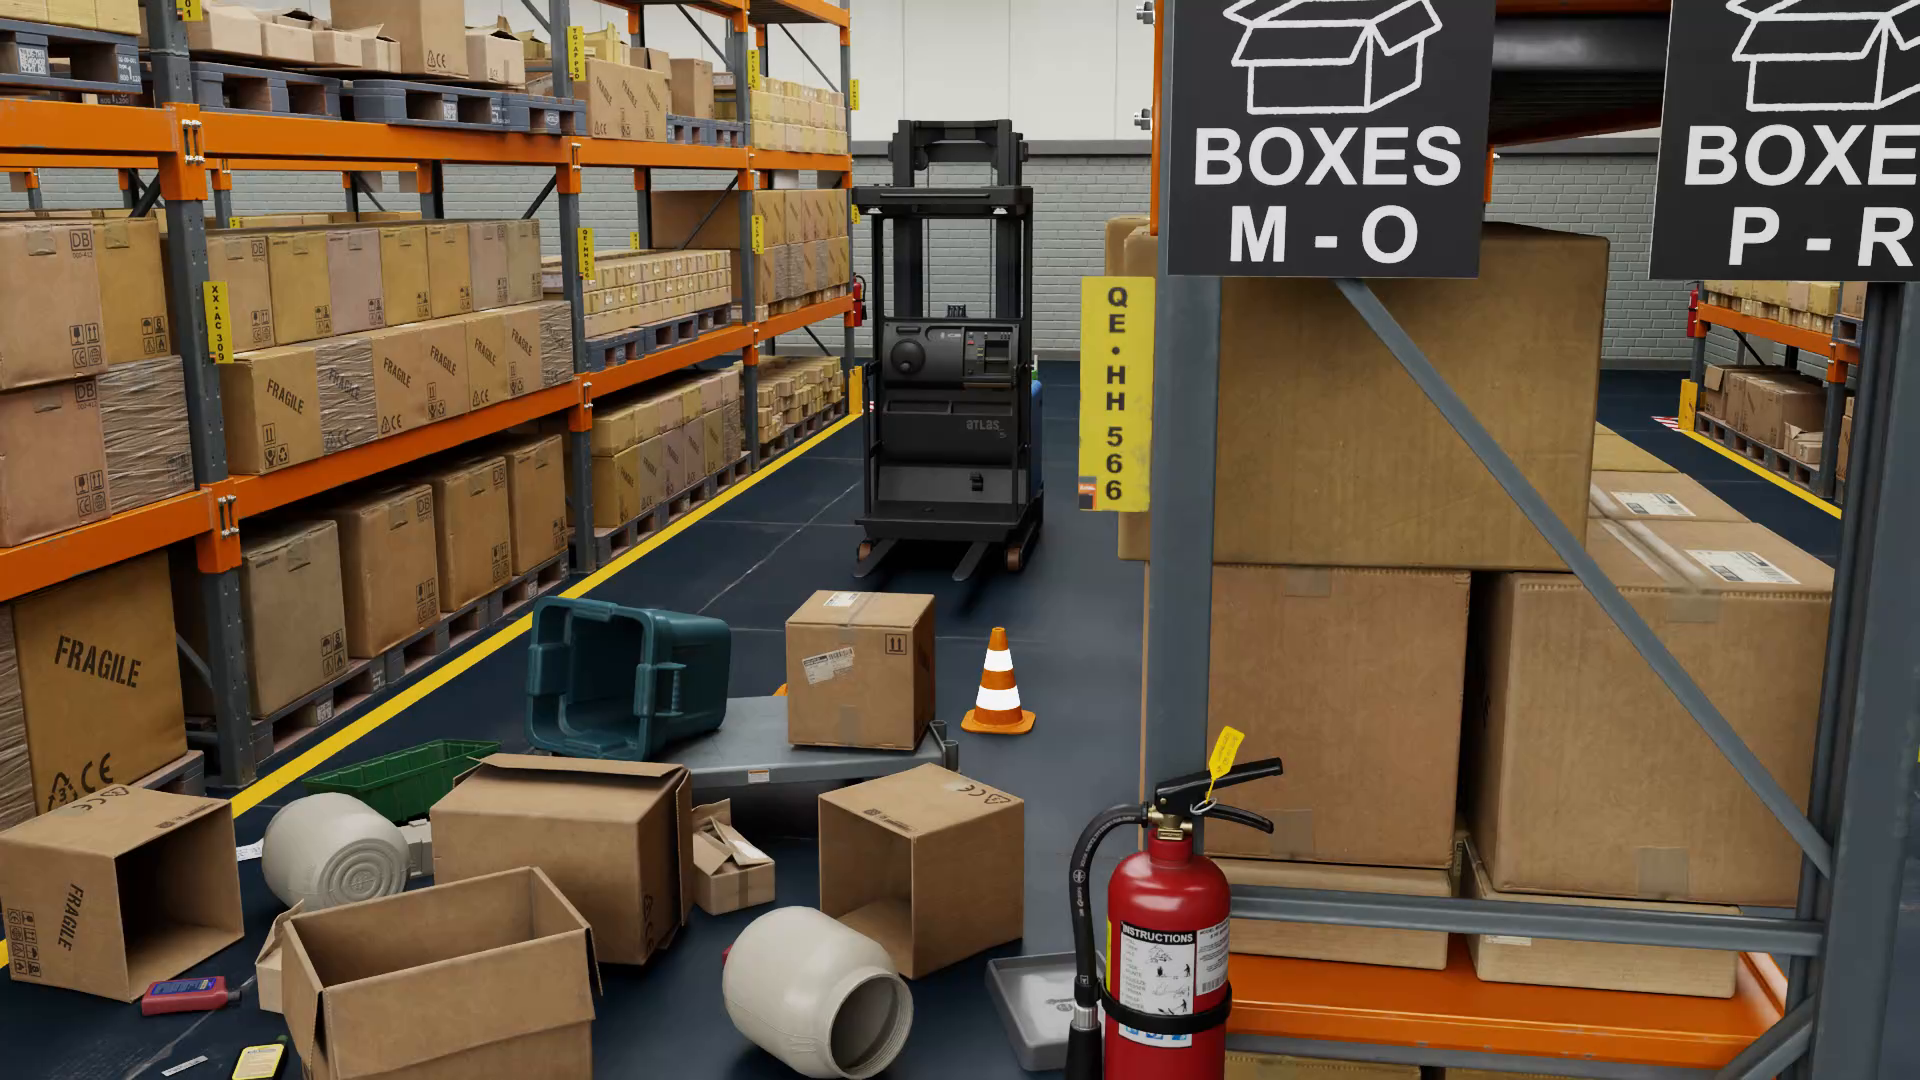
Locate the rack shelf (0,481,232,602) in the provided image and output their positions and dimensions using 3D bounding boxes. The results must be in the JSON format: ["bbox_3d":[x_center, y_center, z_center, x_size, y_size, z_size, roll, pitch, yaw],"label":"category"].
[{"bbox_3d":[-3.837,0.339,5.010,1.077,0.370,4.000,2,12,9],"label":"rack shelf"}]

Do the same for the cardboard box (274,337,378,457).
[{"bbox_3d":[-3.106,-0.684,7.811,0.500,0.500,0.500,2,12,9],"label":"cardboard box"}]

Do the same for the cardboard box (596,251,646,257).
[{"bbox_3d":[-2.851,-2.343,13.931,0.380,0.149,0.250,2,12,10],"label":"cardboard box"}]

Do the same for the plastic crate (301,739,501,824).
[{"bbox_3d":[-2.262,0.996,6.791,0.450,0.188,0.662,-3,8,40],"label":"plastic crate"}]

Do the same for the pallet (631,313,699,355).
[{"bbox_3d":[-2.651,-1.582,12.668,1.003,0.211,1.213,2,12,9],"label":"pallet"}]

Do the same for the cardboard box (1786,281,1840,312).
[{"bbox_3d":[7.412,-2.086,14.203,0.500,0.250,0.500,2,12,9],"label":"cardboard box"}]

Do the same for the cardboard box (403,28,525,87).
[{"bbox_3d":[-2.779,-2.712,9.314,0.500,0.311,0.500,2,12,9],"label":"cardboard box"}]

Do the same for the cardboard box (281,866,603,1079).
[{"bbox_3d":[-1.470,1.315,4.696,0.797,0.503,0.637,-7,14,-30],"label":"cardboard box"}]

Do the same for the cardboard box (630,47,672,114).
[{"bbox_3d":[-2.667,-3.500,12.750,0.797,0.503,0.637,2,12,8],"label":"cardboard box"}]

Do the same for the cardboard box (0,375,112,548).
[{"bbox_3d":[-3.637,-0.310,5.957,0.875,0.550,0.550,2,12,9],"label":"cardboard box"}]

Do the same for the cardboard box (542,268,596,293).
[{"bbox_3d":[-2.651,-1.726,11.071,0.380,0.149,0.250,2,12,9],"label":"cardboard box"}]

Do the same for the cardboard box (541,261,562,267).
[{"bbox_3d":[-3.131,-1.965,12.177,0.380,0.149,0.250,2,12,9],"label":"cardboard box"}]

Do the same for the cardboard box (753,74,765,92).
[{"bbox_3d":[-1.941,-4.035,14.701,0.380,0.149,0.250,1,12,6],"label":"cardboard box"}]

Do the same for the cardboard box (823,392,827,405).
[{"bbox_3d":[-1.624,-1.514,17.667,0.380,0.149,0.250,2,12,8],"label":"cardboard box"}]

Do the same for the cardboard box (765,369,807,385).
[{"bbox_3d":[-1.764,-1.642,16.851,0.380,0.149,0.250,1,12,7],"label":"cardboard box"}]

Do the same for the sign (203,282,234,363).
[{"bbox_3d":[-2.981,-0.874,6.684,0.100,0.325,0.005,2,12,9],"label":"sign"}]

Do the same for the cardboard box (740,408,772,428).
[{"bbox_3d":[-1.928,-1.117,15.120,0.380,0.149,0.250,2,12,11],"label":"cardboard box"}]

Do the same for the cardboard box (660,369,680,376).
[{"bbox_3d":[-2.674,-1.299,14.059,0.500,0.250,0.500,1,12,6],"label":"cardboard box"}]

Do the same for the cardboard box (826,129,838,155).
[{"bbox_3d":[-1.564,-4.111,17.184,0.500,0.250,0.500,2,12,9],"label":"cardboard box"}]

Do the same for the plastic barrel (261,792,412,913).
[{"bbox_3d":[-2.189,1.116,5.811,0.421,0.421,0.512,-10,16,-40],"label":"plastic barrel"}]

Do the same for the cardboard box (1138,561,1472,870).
[{"bbox_3d":[0.573,0.226,2.879,0.500,0.500,0.500,2,12,8],"label":"cardboard box"}]

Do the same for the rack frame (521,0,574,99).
[{"bbox_3d":[-2.915,-4.195,10.098,1.000,3.000,0.127,2,12,9],"label":"rack frame"}]

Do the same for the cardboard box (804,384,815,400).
[{"bbox_3d":[-1.686,-1.496,16.880,0.380,0.149,0.250,3,12,11],"label":"cardboard box"}]

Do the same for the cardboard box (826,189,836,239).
[{"bbox_3d":[-1.587,-3.402,17.341,0.500,0.500,0.500,1,12,7],"label":"cardboard box"}]

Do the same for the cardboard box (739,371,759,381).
[{"bbox_3d":[-2.228,-1.602,16.664,0.380,0.149,0.250,2,12,9],"label":"cardboard box"}]

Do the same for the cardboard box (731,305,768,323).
[{"bbox_3d":[-1.933,-2.020,14.844,0.380,0.149,0.250,2,12,11],"label":"cardboard box"}]

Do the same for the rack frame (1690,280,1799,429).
[{"bbox_3d":[8.128,-2.628,17.068,1.000,3.000,0.127,2,12,9],"label":"rack frame"}]

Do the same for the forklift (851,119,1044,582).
[{"bbox_3d":[-0.091,-1.301,11.075,1.130,2.935,3.031,2,12,8],"label":"forklift"}]

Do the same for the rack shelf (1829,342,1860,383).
[{"bbox_3d":[7.205,-1.027,11.348,1.077,0.370,4.000,2,12,9],"label":"rack shelf"}]

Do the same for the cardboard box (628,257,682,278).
[{"bbox_3d":[-2.370,-2.107,12.837,0.380,0.149,0.250,1,12,6],"label":"cardboard box"}]

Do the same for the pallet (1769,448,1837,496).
[{"bbox_3d":[7.619,-0.575,14.161,1.003,0.211,1.213,2,12,9],"label":"pallet"}]

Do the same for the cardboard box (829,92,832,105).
[{"bbox_3d":[-1.559,-4.632,17.470,0.380,0.149,0.250,2,12,9],"label":"cardboard box"}]

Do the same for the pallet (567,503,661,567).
[{"bbox_3d":[-2.793,-0.062,11.778,1.003,0.211,1.213,2,12,9],"label":"pallet"}]

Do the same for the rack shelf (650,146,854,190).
[{"bbox_3d":[-1.992,-3.626,16.285,1.077,0.370,4.000,2,12,9],"label":"rack shelf"}]

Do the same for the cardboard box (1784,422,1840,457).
[{"bbox_3d":[7.363,-0.864,14.375,0.396,0.266,0.258,2,12,11],"label":"cardboard box"}]

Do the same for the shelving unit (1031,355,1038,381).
[{"bbox_3d":[0.372,-0.827,12.983,0.258,1.200,0.503,8,14,31],"label":"shelving unit"}]

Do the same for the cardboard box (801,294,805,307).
[{"bbox_3d":[-1.765,-2.407,16.636,0.380,0.149,0.250,2,12,10],"label":"cardboard box"}]

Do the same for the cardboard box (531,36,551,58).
[{"bbox_3d":[-2.932,-3.513,11.998,0.396,0.266,0.258,2,12,9],"label":"cardboard box"}]

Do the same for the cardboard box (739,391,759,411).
[{"bbox_3d":[-2.042,-1.262,15.088,0.380,0.149,0.250,2,12,11],"label":"cardboard box"}]

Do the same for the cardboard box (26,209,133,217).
[{"bbox_3d":[-7.392,-2.540,14.041,0.797,0.503,0.637,2,12,9],"label":"cardboard box"}]

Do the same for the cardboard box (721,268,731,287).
[{"bbox_3d":[-2.166,-2.233,14.130,0.380,0.149,0.250,2,12,10],"label":"cardboard box"}]

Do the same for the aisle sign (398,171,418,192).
[{"bbox_3d":[-6.262,-4.385,19.051,0.394,0.787,0.004,2,12,9],"label":"aisle sign"}]

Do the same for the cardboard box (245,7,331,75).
[{"bbox_3d":[-3.478,-2.478,8.231,0.500,0.311,0.500,1,12,7],"label":"cardboard box"}]

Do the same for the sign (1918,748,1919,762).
[{"bbox_3d":[1.298,0.137,2.183,0.100,0.325,0.005,2,12,9],"label":"sign"}]

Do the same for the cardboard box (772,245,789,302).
[{"bbox_3d":[-1.905,-2.487,15.471,0.500,0.500,0.500,2,12,9],"label":"cardboard box"}]

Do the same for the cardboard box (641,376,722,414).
[{"bbox_3d":[-2.256,-1.175,13.481,0.500,0.250,0.500,2,12,11],"label":"cardboard box"}]

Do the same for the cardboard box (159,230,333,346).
[{"bbox_3d":[-3.382,-1.178,7.728,0.700,0.500,0.500,2,12,8],"label":"cardboard box"}]

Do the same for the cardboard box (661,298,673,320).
[{"bbox_3d":[-2.403,-1.761,12.646,0.380,0.149,0.250,1,12,7],"label":"cardboard box"}]

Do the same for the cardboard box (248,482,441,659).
[{"bbox_3d":[-3.371,0.132,8.603,1.050,0.750,0.750,2,12,9],"label":"cardboard box"}]

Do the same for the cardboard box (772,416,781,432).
[{"bbox_3d":[-1.898,-1.081,15.658,0.380,0.149,0.250,2,12,8],"label":"cardboard box"}]

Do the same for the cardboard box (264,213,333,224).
[{"bbox_3d":[-7.061,-3.245,17.798,0.500,0.500,0.500,2,12,7],"label":"cardboard box"}]

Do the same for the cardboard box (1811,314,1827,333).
[{"bbox_3d":[7.331,-1.802,13.831,0.380,0.149,0.250,2,12,10],"label":"cardboard box"}]

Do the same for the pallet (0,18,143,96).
[{"bbox_3d":[-3.666,-1.682,5.771,1.003,0.211,1.213,2,12,9],"label":"pallet"}]

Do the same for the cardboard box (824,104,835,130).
[{"bbox_3d":[-1.581,-4.354,17.127,0.500,0.250,0.500,2,12,7],"label":"cardboard box"}]

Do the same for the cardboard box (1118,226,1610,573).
[{"bbox_3d":[0.624,-0.254,2.735,0.700,0.500,0.500,2,12,7],"label":"cardboard box"}]

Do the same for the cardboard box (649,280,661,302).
[{"bbox_3d":[-2.445,-1.852,12.361,0.380,0.149,0.250,2,12,8],"label":"cardboard box"}]
